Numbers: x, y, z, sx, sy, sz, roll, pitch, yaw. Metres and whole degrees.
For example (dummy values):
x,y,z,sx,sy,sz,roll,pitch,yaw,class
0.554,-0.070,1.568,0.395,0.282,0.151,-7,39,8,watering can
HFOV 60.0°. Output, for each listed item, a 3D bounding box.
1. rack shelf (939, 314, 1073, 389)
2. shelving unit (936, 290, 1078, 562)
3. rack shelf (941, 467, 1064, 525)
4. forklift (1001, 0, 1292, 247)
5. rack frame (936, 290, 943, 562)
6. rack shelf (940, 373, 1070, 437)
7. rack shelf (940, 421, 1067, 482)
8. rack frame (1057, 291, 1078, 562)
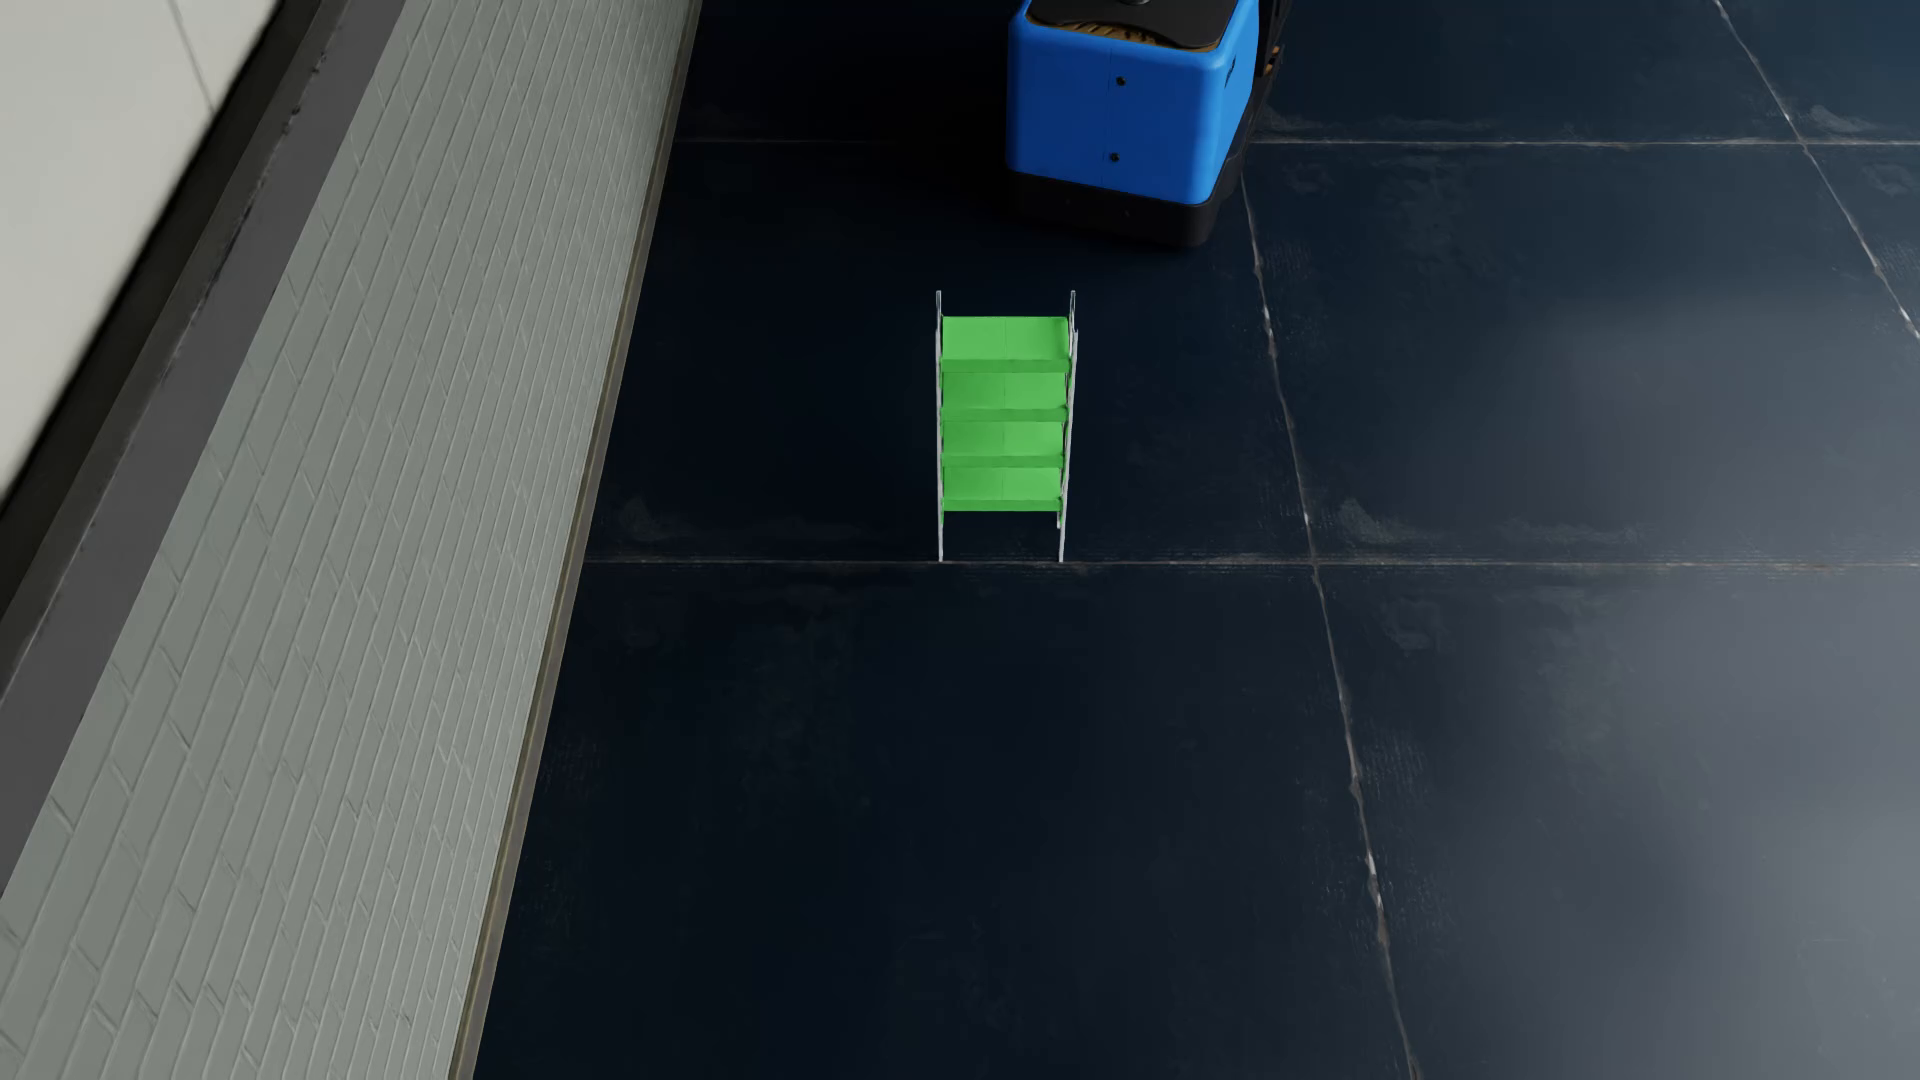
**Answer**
x,y,z,sx,sy,sz,roll,pitch,yaw,class
0.166,-0.692,6.087,0.480,0.148,0.258,0,47,0,rack shelf
0.166,-0.408,6.391,0.503,1.200,0.258,0,47,0,shelving unit
0.166,-0.201,6.614,0.480,0.148,0.258,0,47,0,rack shelf
1.155,-3.518,8.103,1.130,2.935,3.031,14,49,13,forklift
-0.078,-0.409,6.392,0.015,1.200,0.240,0,47,0,rack frame
0.166,-0.528,6.262,0.480,0.148,0.258,0,47,0,rack shelf
0.166,-0.365,6.438,0.480,0.148,0.258,0,47,0,rack shelf
0.410,-0.408,6.391,0.015,1.200,0.240,0,47,0,rack frame
